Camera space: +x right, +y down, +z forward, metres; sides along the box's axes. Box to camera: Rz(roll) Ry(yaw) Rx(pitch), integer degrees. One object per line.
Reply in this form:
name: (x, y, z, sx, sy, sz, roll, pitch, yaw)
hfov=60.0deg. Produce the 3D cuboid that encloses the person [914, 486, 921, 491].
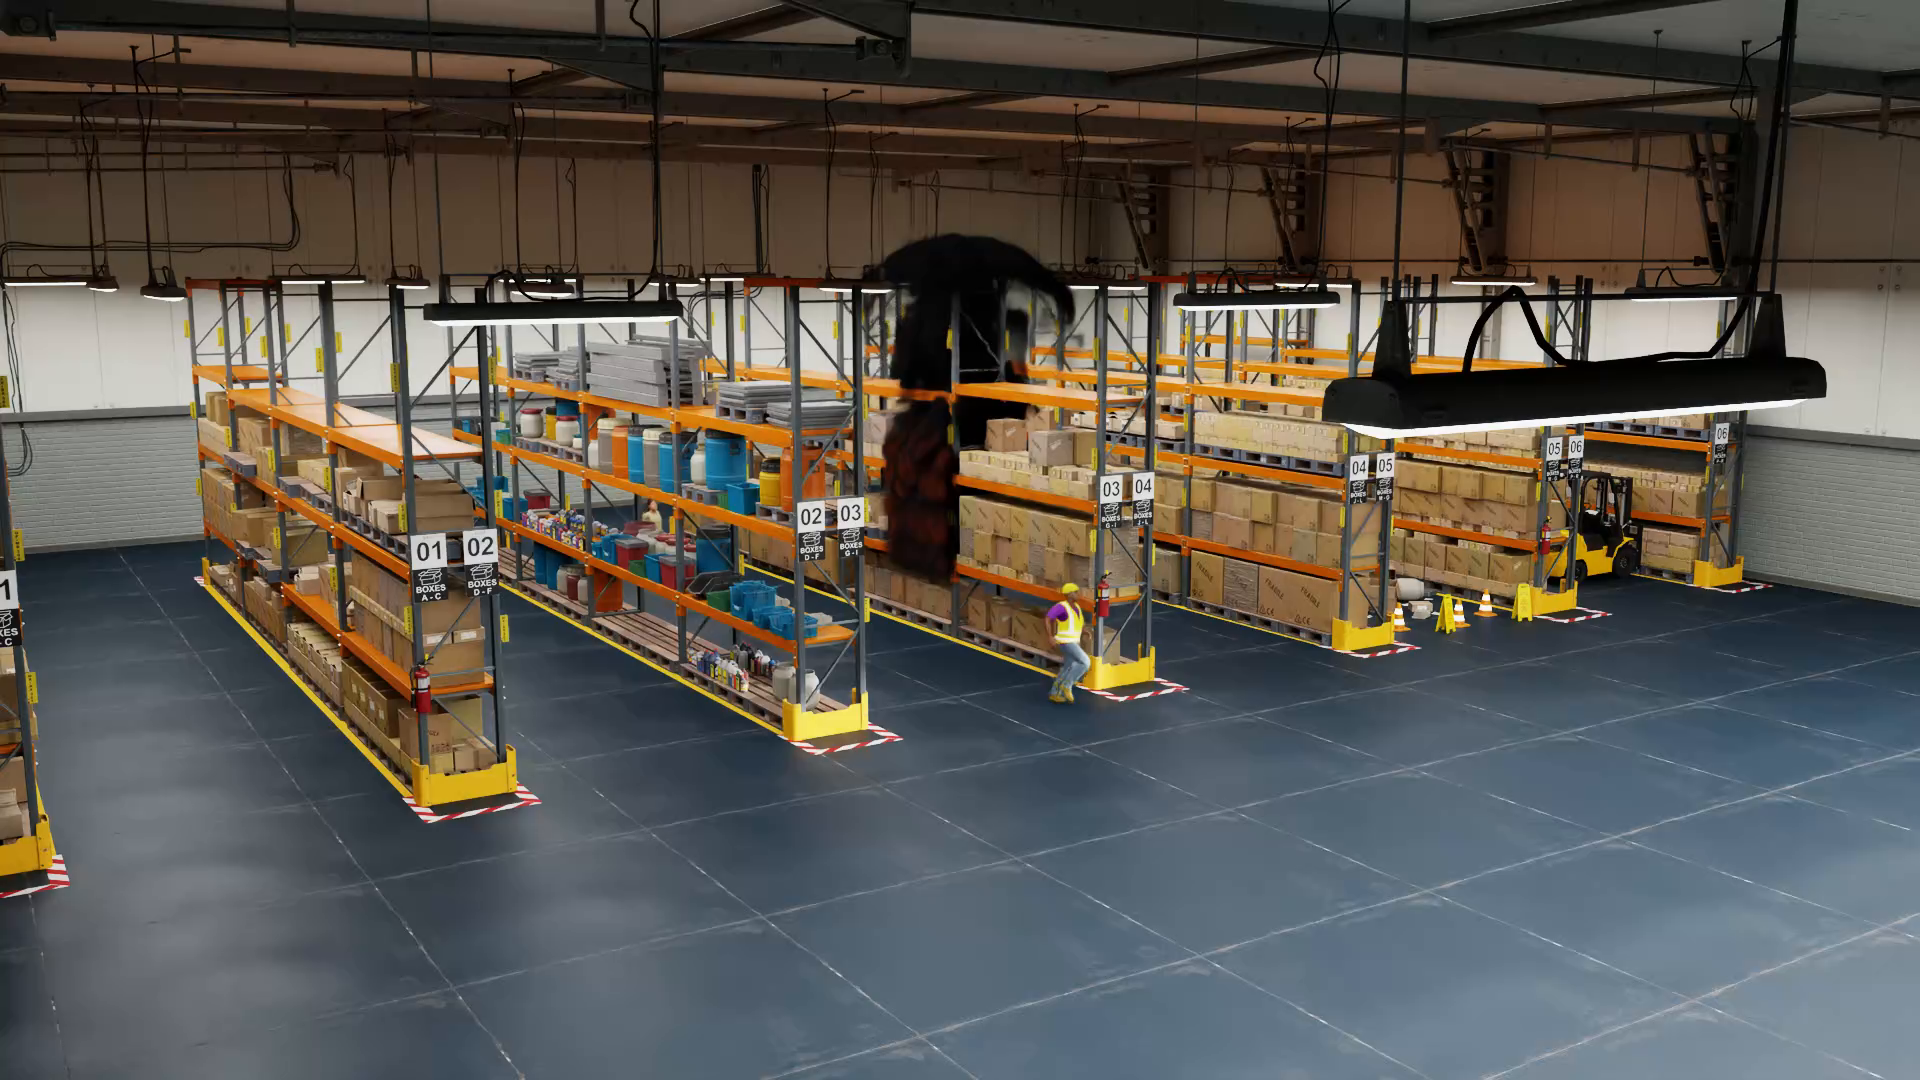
person: (-0.993, -1.675, 43.446, 0.525, 1.528, 0.576, 7, 12, 36)

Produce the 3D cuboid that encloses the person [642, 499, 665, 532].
person: (-6.102, -0.009, 33.094, 0.881, 1.659, 0.578, 9, 13, 44)

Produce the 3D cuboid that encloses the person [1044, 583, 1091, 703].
person: (1.615, 1.476, 24.003, 0.651, 1.697, 0.722, 5, 11, 26)

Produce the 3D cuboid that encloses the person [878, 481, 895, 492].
person: (-1.855, -1.512, 42.258, 0.485, 1.606, 0.633, 4, 10, 20)
